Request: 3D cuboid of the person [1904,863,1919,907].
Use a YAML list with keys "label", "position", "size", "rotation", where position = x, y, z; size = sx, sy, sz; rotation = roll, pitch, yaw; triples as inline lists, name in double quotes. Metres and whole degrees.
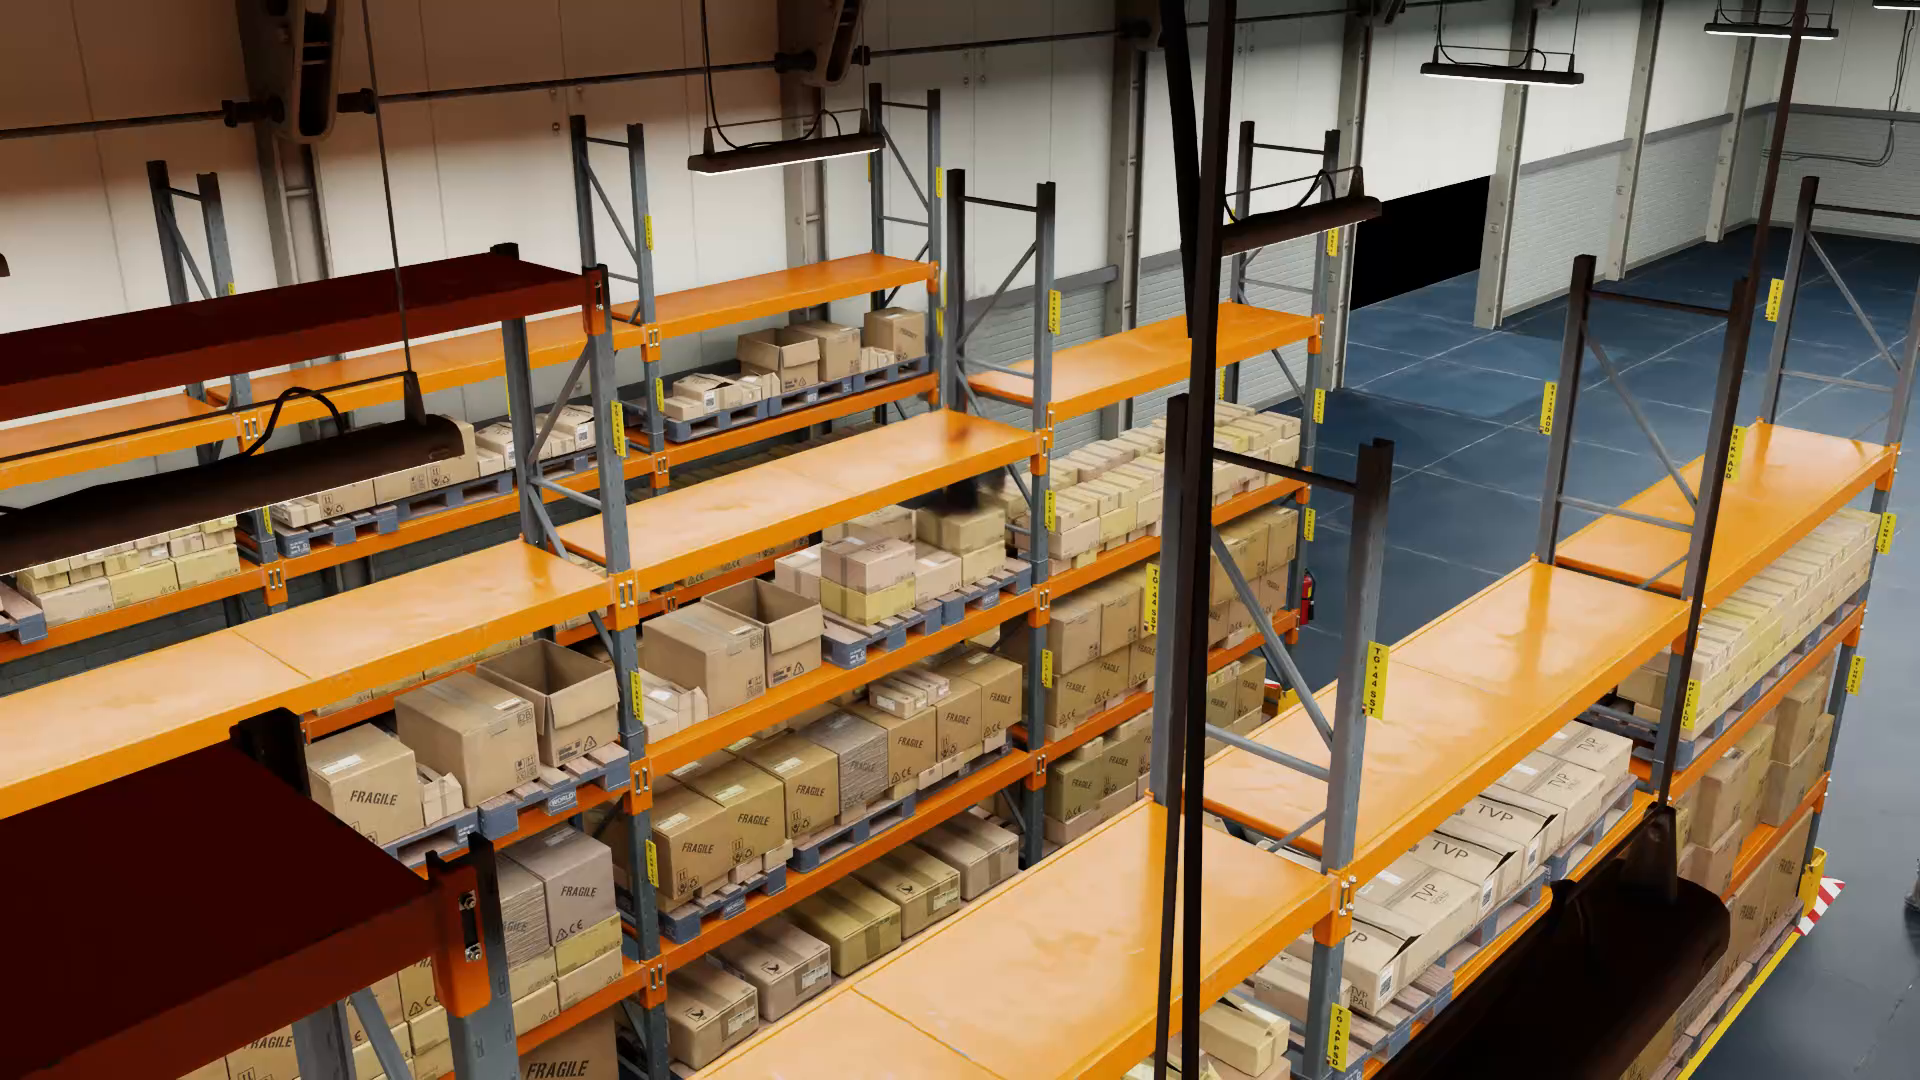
- label: "person"
  position: [8.006, 2.458, 13.384]
  size: [0.584, 1.692, 1.099]
  rotation: [7, 22, 17]
